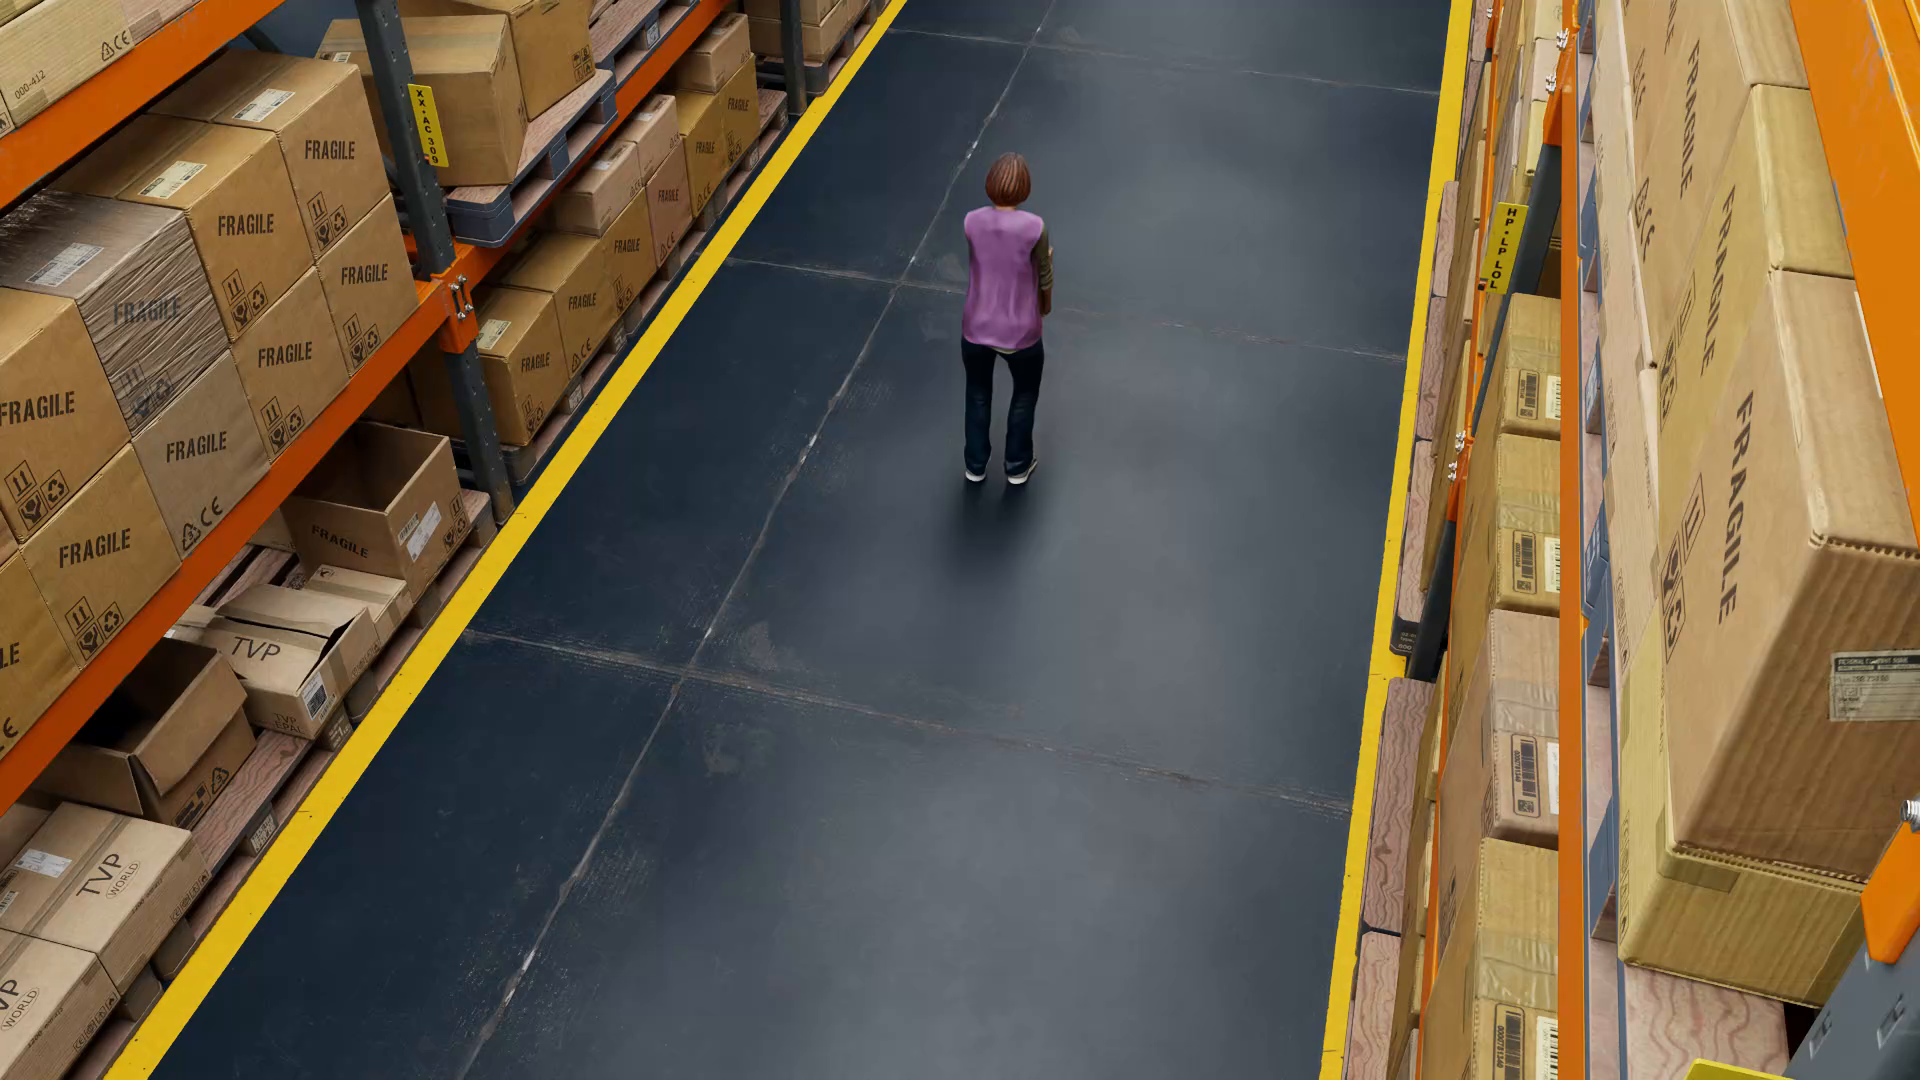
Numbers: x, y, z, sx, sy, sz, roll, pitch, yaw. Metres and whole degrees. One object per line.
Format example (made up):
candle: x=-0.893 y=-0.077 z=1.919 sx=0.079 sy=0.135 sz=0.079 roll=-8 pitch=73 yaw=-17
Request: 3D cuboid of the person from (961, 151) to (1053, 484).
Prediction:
person: x=0.200 y=-0.943 z=7.258 sx=0.372 sy=1.565 sz=0.525 roll=9 pitch=42 yaw=10
